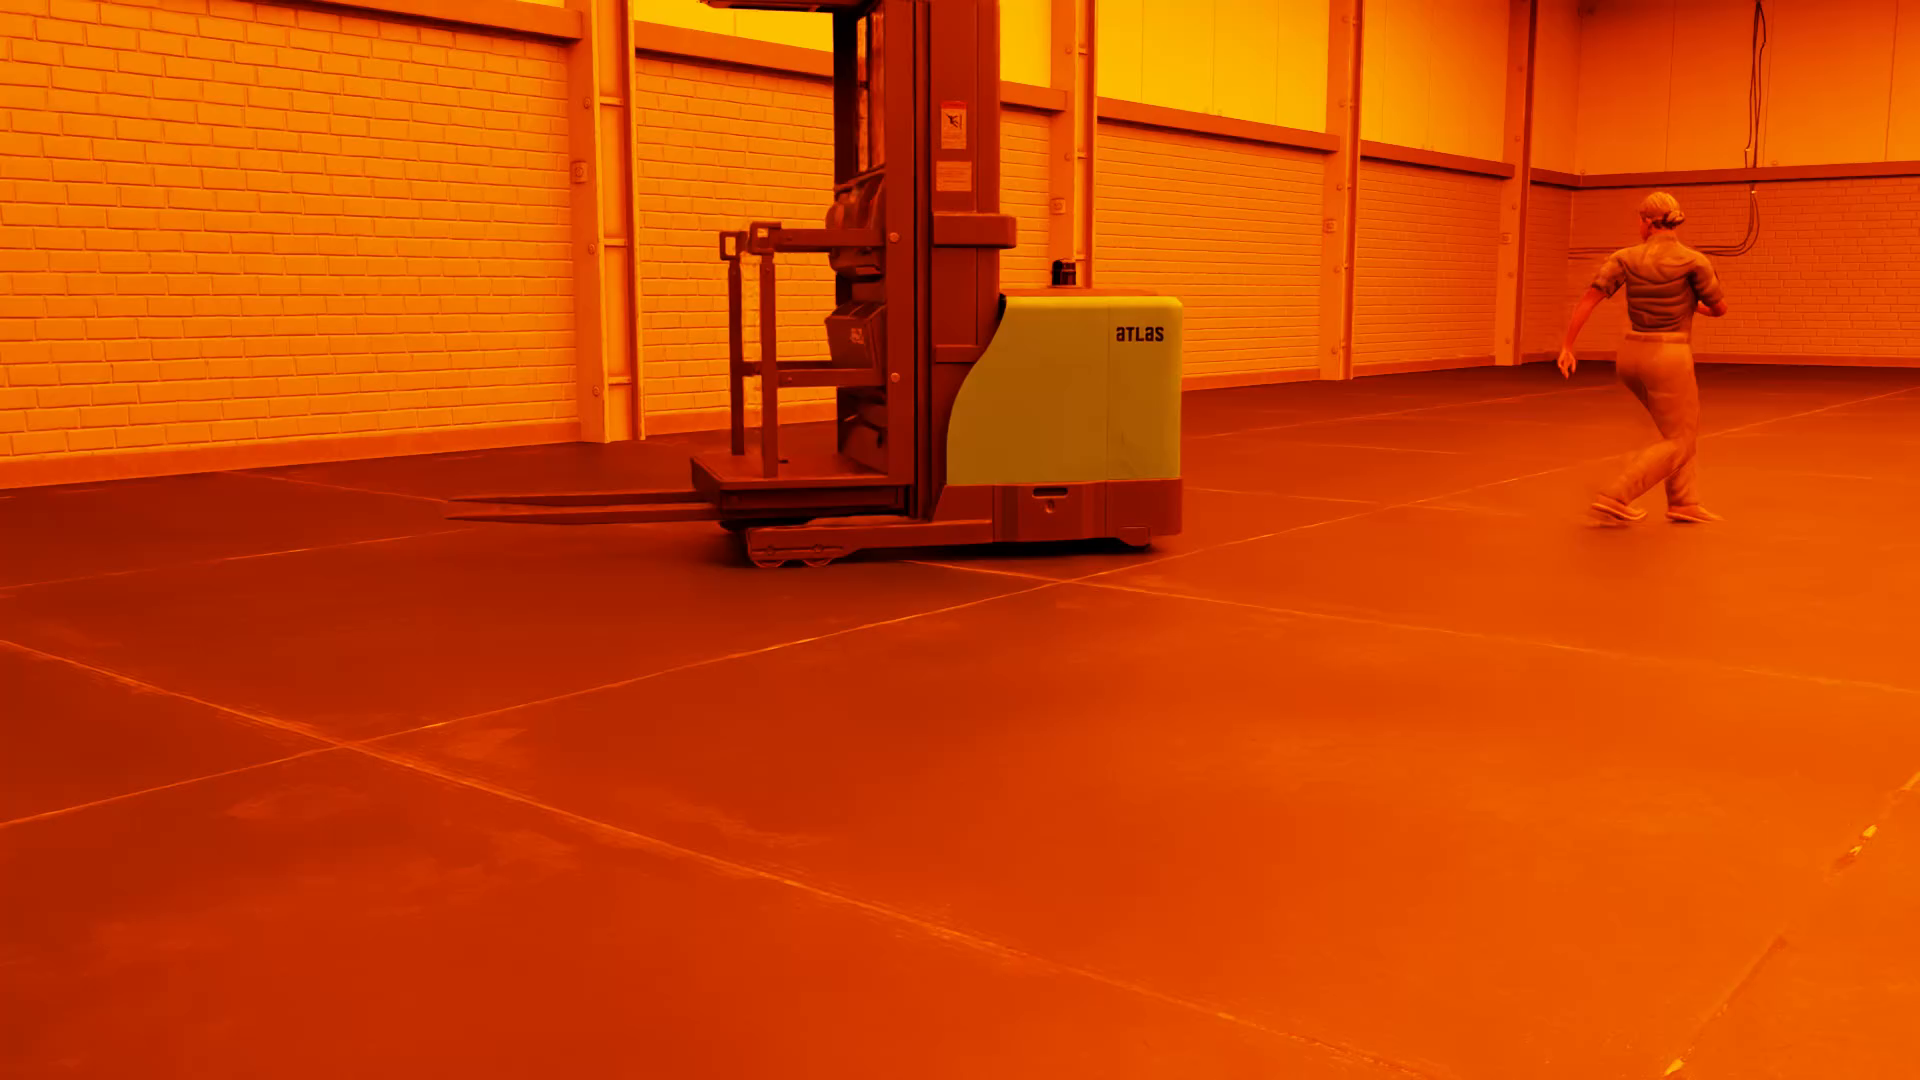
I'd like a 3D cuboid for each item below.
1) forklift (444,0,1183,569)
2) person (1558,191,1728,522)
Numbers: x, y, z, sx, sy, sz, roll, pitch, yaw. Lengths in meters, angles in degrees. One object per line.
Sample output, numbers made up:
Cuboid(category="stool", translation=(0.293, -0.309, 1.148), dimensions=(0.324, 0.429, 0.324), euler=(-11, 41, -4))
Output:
Cuboid(category="forklift", translation=(-0.624, -1.419, 6.981), dimensions=(3.031, 2.935, 1.130), euler=(-2, 9, -15))
Cuboid(category="person", translation=(3.283, -0.833, 7.850), dimensions=(0.855, 1.568, 0.479), euler=(-4, 9, -26))
